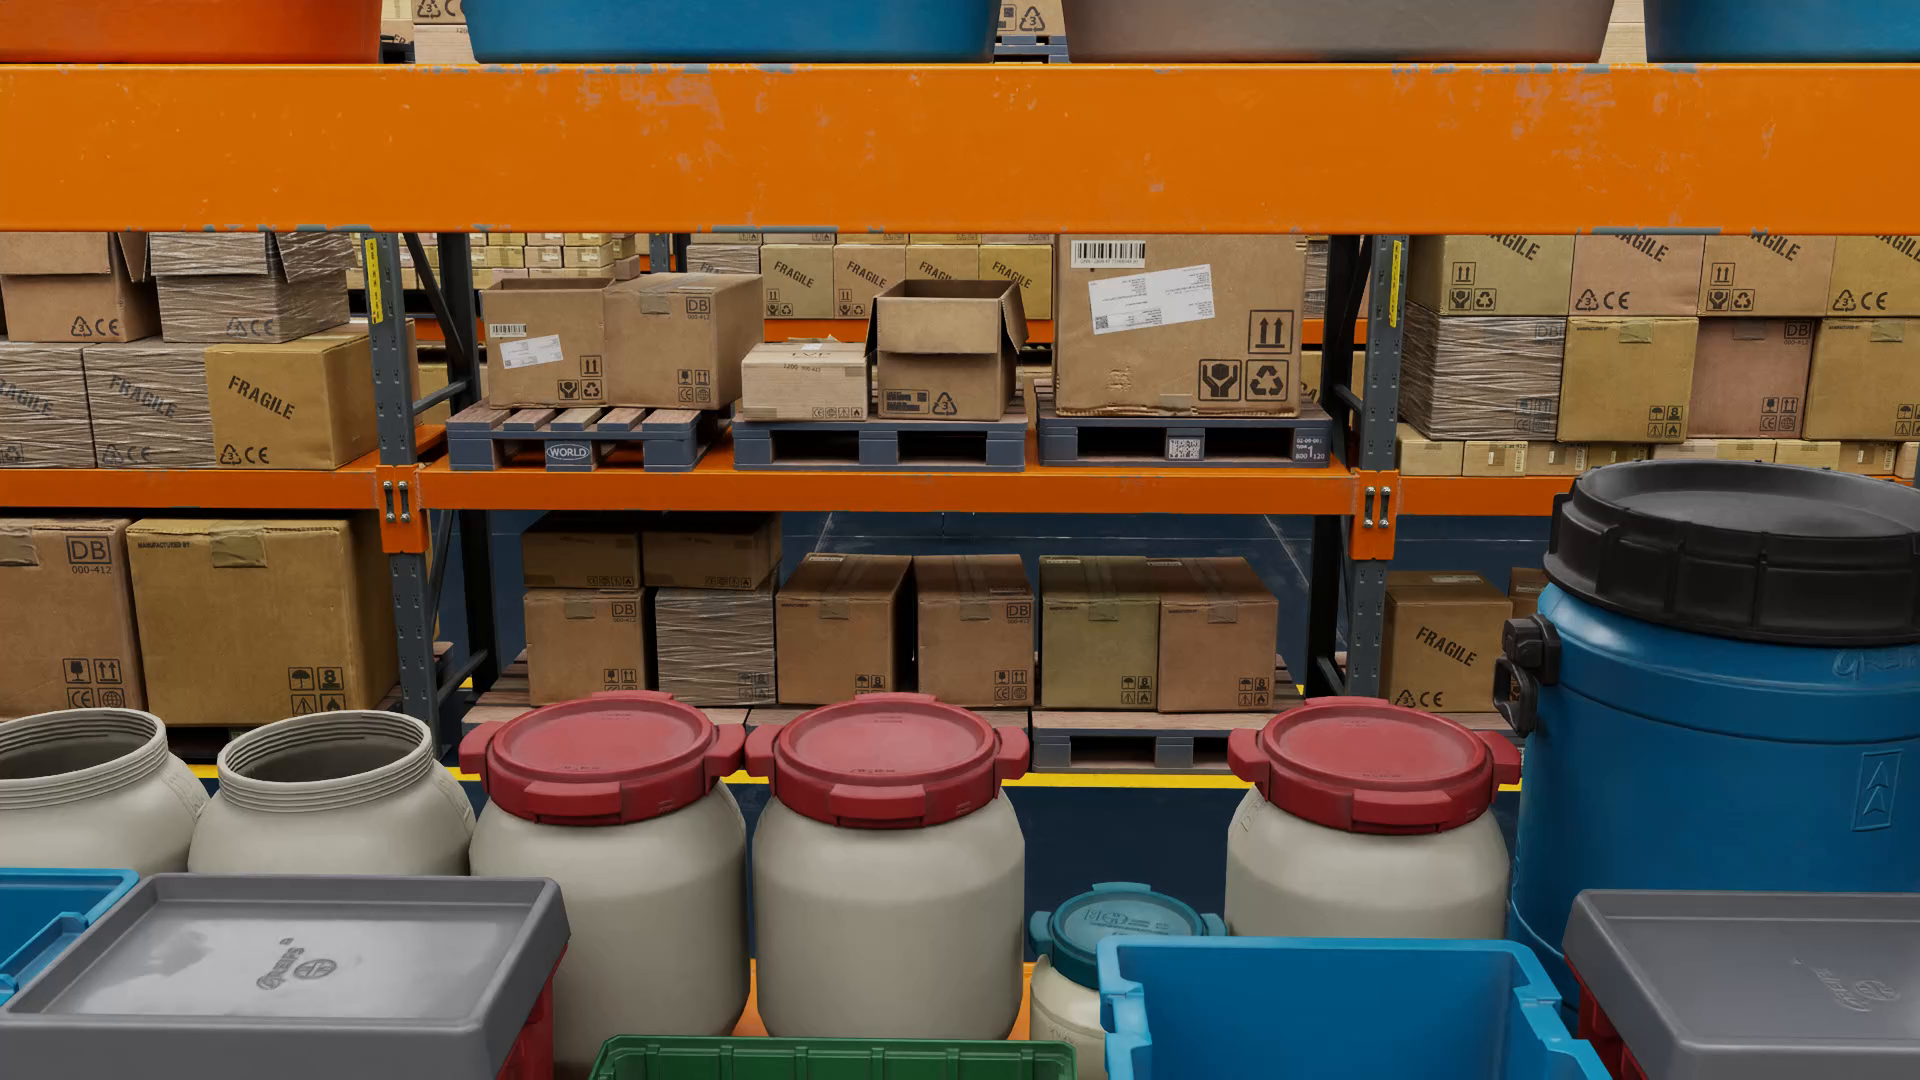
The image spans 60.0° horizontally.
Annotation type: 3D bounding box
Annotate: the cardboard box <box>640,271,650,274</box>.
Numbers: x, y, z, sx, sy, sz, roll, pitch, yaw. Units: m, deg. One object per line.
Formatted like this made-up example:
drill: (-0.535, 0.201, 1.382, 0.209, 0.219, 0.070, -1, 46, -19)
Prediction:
cardboard box: (-3.626, -2.338, 17.162, 0.875, 0.875, 0.875, 1, 15, 2)

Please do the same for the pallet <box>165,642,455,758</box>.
pallet: (-3.085, 0.722, 7.690, 1.213, 0.211, 1.003, 0, 15, 1)

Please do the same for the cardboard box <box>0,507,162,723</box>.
cardboard box: (-3.879, 0.205, 7.526, 0.875, 0.875, 1.225, 0, 15, 2)

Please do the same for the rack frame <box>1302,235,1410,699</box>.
rack frame: (1.700, -0.576, 7.143, 0.127, 3.000, 1.000, 0, 15, 1)

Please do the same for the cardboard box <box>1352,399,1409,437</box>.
cardboard box: (1.922, -0.528, 7.454, 0.250, 0.149, 0.380, 0, 15, 1)

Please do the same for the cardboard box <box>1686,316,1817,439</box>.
cardboard box: (3.150, -0.760, 7.060, 0.500, 0.500, 0.875, 0, 15, 1)

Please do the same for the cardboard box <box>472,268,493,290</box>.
cardboard box: (-3.330, -1.840, 11.603, 0.250, 0.149, 0.380, 0, 15, 1)

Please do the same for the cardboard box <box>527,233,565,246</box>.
cardboard box: (-2.824, -2.124, 11.514, 0.250, 0.149, 0.380, 0, 15, 1)

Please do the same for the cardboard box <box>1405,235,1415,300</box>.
cardboard box: (2.157, -1.319, 7.220, 0.500, 0.500, 0.500, 0, 15, 1)

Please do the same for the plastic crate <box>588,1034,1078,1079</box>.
plastic crate: (-0.175, 0.850, 2.153, 0.662, 0.188, 0.450, 0, 15, 1)

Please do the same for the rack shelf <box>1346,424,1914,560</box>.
rack shelf: (3.699, -0.215, 7.185, 4.000, 0.370, 1.077, 0, 15, 1)

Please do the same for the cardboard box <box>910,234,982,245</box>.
cardboard box: (-0.093, -2.384, 11.838, 0.500, 0.500, 0.700, 0, 15, 1)

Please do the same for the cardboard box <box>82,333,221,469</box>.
cardboard box: (-3.297, -0.595, 7.020, 0.500, 0.500, 0.500, 0, 15, 1)

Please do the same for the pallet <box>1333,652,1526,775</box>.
pallet: (2.372, 0.768, 7.516, 1.213, 0.211, 1.003, 0, 15, 1)

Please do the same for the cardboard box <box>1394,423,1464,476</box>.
cardboard box: (1.907, -0.376, 6.879, 0.250, 0.149, 0.380, 0, 15, 1)

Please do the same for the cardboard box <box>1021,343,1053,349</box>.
cardboard box: (0.710, -2.042, 17.029, 0.625, 0.372, 0.950, 1, 15, 5)

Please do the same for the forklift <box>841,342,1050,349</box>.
forklift: (0.447, -2.526, 14.667, 3.031, 2.935, 1.130, -1, 15, -4)

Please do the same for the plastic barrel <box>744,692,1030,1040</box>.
plastic barrel: (-0.111, 0.554, 2.592, 0.433, 0.535, 0.433, 0, 15, 0)

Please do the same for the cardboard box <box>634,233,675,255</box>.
cardboard box: (-3.069, -2.993, 16.599, 0.500, 0.250, 0.500, 1, 15, 2)

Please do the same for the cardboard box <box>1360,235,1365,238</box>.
cardboard box: (2.848, -2.450, 11.834, 0.550, 0.550, 0.875, 0, 15, 1)

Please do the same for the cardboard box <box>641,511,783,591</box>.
cardboard box: (-1.098, 0.029, 7.418, 0.500, 0.250, 0.500, 2, 15, 8)

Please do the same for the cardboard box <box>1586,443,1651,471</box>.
cardboard box: (2.658, -0.378, 6.884, 0.250, 0.149, 0.380, 0, 15, 1)

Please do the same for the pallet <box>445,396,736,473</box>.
pallet: (-1.584, -0.532, 7.352, 1.003, 0.211, 1.213, 0, 15, 1)

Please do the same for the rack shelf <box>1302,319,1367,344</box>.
rack shelf: (3.927, -1.479, 11.977, 4.000, 0.370, 1.077, 0, 15, 1)

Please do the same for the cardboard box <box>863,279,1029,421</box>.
cardboard box: (-0.035, -0.817, 7.030, 0.637, 0.503, 0.797, 2, 15, 7)

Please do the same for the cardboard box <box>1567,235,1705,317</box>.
cardboard box: (2.643, -1.181, 6.697, 0.500, 0.500, 0.500, 0, 15, 1)

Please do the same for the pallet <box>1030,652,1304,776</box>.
pallet: (0.922, 0.768, 7.517, 1.213, 0.211, 1.003, 0, 15, 1)

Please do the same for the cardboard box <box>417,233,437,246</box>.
cardboard box: (-3.593, -2.130, 11.535, 0.250, 0.149, 0.380, 0, 15, 1)

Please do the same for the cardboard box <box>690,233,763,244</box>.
cardboard box: (-1.622, -2.393, 11.873, 0.500, 0.500, 0.700, 0, 15, 1)

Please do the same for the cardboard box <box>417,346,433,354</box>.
cardboard box: (-4.276, -1.302, 12.503, 0.500, 0.250, 0.500, 0, 15, -1)

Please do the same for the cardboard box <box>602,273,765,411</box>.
cardboard box: (-1.197, -0.882, 7.284, 0.500, 0.500, 0.700, 3, 15, 10)

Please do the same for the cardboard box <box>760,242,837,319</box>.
cardboard box: (-1.121, -1.840, 11.739, 0.500, 0.500, 0.500, 0, 15, 1)

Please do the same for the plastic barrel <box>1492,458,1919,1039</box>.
plastic barrel: (1.195, 0.365, 2.594, 0.708, 0.901, 0.600, 0, 15, 1)

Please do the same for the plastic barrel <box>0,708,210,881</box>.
plastic barrel: (-1.391, 0.559, 2.621, 0.421, 0.512, 0.421, 0, 15, 0)

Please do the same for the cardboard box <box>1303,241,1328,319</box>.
cardboard box: (2.297, -1.913, 11.918, 0.550, 0.550, 0.875, 0, 15, 1)

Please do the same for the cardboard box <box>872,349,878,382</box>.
cardboard box: (-0.590, -0.950, 12.147, 0.750, 0.750, 1.050, 1, 15, 2)

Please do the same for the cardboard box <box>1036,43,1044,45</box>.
cardboard box: (0.688, -3.421, 11.323, 0.500, 0.250, 0.500, 0, 15, 1)

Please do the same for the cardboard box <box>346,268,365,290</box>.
cardboard box: (-4.130, -1.844, 11.620, 0.250, 0.149, 0.380, 0, 15, -1)

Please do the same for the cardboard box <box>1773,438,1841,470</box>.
cardboard box: (3.407, -0.370, 6.855, 0.250, 0.149, 0.380, 0, 15, 1)

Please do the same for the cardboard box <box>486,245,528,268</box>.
cardboard box: (-3.106, -1.981, 11.555, 0.250, 0.149, 0.380, 1, 15, 3)

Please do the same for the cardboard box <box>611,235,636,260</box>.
cardboard box: (-2.549, -2.146, 12.180, 0.250, 0.149, 0.380, 1, 15, 4)

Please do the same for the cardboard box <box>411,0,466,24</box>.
cardboard box: (-1.835, -2.274, 6.522, 0.500, 0.500, 0.500, 1, 15, 2)

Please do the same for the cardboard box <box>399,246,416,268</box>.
cardboard box: (-3.866, -1.987, 11.576, 0.250, 0.149, 0.380, 1, 15, 3)

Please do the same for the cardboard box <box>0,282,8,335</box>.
cardboard box: (-4.351, -1.152, 7.164, 0.637, 0.503, 0.797, 1, 15, 3)

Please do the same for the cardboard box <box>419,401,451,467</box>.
cardboard box: (-3.784, -0.802, 12.076, 0.500, 0.500, 0.500, 0, 15, -1)

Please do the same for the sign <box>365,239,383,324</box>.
sign: (-2.310, -1.020, 6.558, 0.005, 0.325, 0.100, 0, 15, 1)

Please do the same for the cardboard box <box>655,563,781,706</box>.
cardboard box: (-1.074, 0.394, 7.506, 0.500, 0.500, 0.700, -1, 15, -3)

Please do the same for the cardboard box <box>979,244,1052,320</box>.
cardboard box: (0.389, -1.830, 11.701, 0.500, 0.500, 0.500, 1, 15, 2)

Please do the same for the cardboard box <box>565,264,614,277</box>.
cardboard box: (-2.576, -1.834, 11.580, 0.250, 0.149, 0.380, 1, 15, 2)

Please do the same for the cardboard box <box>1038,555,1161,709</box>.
cardboard box: (0.610, 0.403, 7.472, 0.500, 0.500, 0.700, 0, 15, 1)

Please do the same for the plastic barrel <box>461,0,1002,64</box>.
plastic barrel: (-0.248, -0.962, 1.744, 0.708, 0.901, 0.600, 0, 15, 1)

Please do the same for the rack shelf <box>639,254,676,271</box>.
rack shelf: (-4.045, -2.794, 16.962, 4.000, 0.370, 1.077, 0, 15, 1)

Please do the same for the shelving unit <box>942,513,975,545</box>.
shelving unit: (-0.008, -0.435, 10.725, 0.210, 0.900, 0.258, 0, 15, 1)
